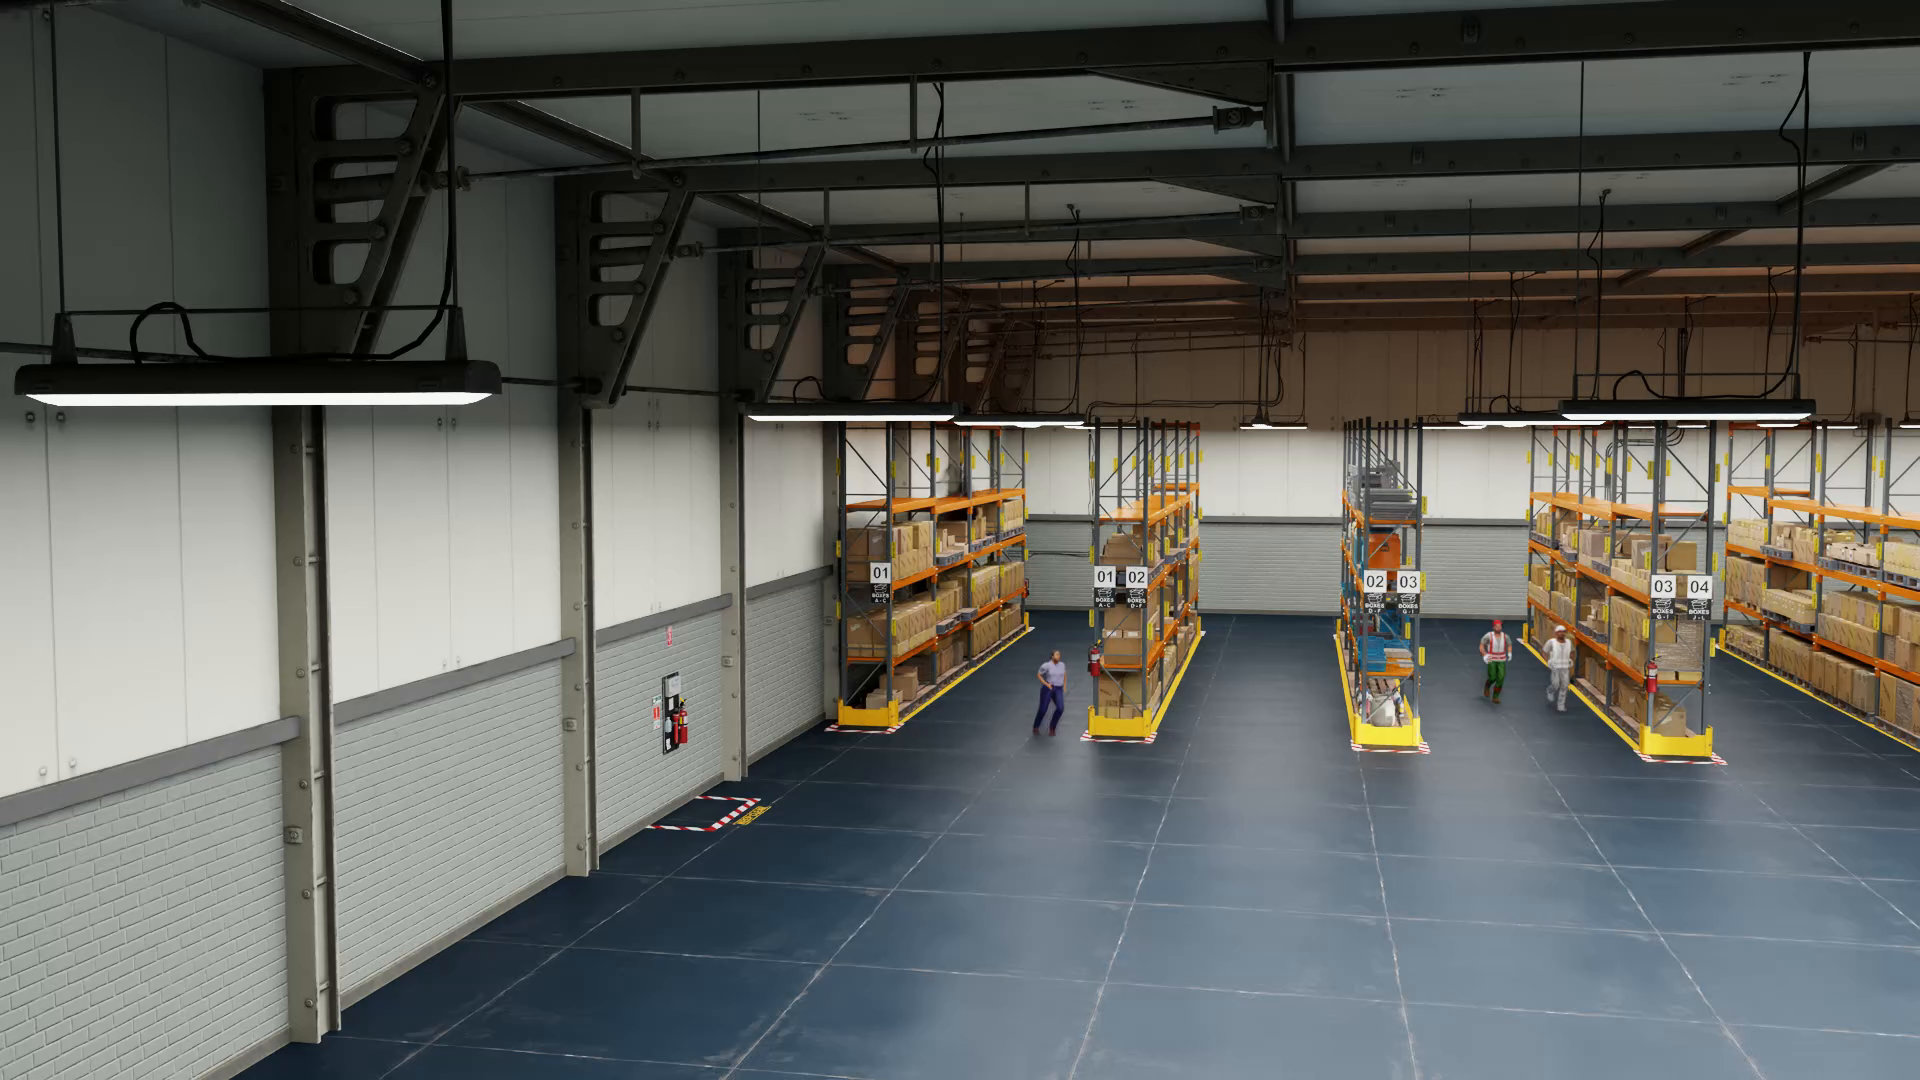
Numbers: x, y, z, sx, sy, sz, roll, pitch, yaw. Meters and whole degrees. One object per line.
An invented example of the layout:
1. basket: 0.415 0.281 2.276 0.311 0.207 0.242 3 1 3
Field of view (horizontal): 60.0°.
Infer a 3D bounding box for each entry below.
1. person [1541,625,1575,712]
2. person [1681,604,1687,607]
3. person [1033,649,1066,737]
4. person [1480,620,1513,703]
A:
1. person: 12.334 2.631 34.194 0.702 1.755 0.804 0 4 0
2. person: 19.666 1.923 45.371 0.998 1.692 0.863 0 4 6
3. person: 1.754 2.901 31.433 0.691 1.645 0.656 -1 4 -19
4. person: 11.388 2.562 35.300 0.678 1.756 0.593 0 4 1
